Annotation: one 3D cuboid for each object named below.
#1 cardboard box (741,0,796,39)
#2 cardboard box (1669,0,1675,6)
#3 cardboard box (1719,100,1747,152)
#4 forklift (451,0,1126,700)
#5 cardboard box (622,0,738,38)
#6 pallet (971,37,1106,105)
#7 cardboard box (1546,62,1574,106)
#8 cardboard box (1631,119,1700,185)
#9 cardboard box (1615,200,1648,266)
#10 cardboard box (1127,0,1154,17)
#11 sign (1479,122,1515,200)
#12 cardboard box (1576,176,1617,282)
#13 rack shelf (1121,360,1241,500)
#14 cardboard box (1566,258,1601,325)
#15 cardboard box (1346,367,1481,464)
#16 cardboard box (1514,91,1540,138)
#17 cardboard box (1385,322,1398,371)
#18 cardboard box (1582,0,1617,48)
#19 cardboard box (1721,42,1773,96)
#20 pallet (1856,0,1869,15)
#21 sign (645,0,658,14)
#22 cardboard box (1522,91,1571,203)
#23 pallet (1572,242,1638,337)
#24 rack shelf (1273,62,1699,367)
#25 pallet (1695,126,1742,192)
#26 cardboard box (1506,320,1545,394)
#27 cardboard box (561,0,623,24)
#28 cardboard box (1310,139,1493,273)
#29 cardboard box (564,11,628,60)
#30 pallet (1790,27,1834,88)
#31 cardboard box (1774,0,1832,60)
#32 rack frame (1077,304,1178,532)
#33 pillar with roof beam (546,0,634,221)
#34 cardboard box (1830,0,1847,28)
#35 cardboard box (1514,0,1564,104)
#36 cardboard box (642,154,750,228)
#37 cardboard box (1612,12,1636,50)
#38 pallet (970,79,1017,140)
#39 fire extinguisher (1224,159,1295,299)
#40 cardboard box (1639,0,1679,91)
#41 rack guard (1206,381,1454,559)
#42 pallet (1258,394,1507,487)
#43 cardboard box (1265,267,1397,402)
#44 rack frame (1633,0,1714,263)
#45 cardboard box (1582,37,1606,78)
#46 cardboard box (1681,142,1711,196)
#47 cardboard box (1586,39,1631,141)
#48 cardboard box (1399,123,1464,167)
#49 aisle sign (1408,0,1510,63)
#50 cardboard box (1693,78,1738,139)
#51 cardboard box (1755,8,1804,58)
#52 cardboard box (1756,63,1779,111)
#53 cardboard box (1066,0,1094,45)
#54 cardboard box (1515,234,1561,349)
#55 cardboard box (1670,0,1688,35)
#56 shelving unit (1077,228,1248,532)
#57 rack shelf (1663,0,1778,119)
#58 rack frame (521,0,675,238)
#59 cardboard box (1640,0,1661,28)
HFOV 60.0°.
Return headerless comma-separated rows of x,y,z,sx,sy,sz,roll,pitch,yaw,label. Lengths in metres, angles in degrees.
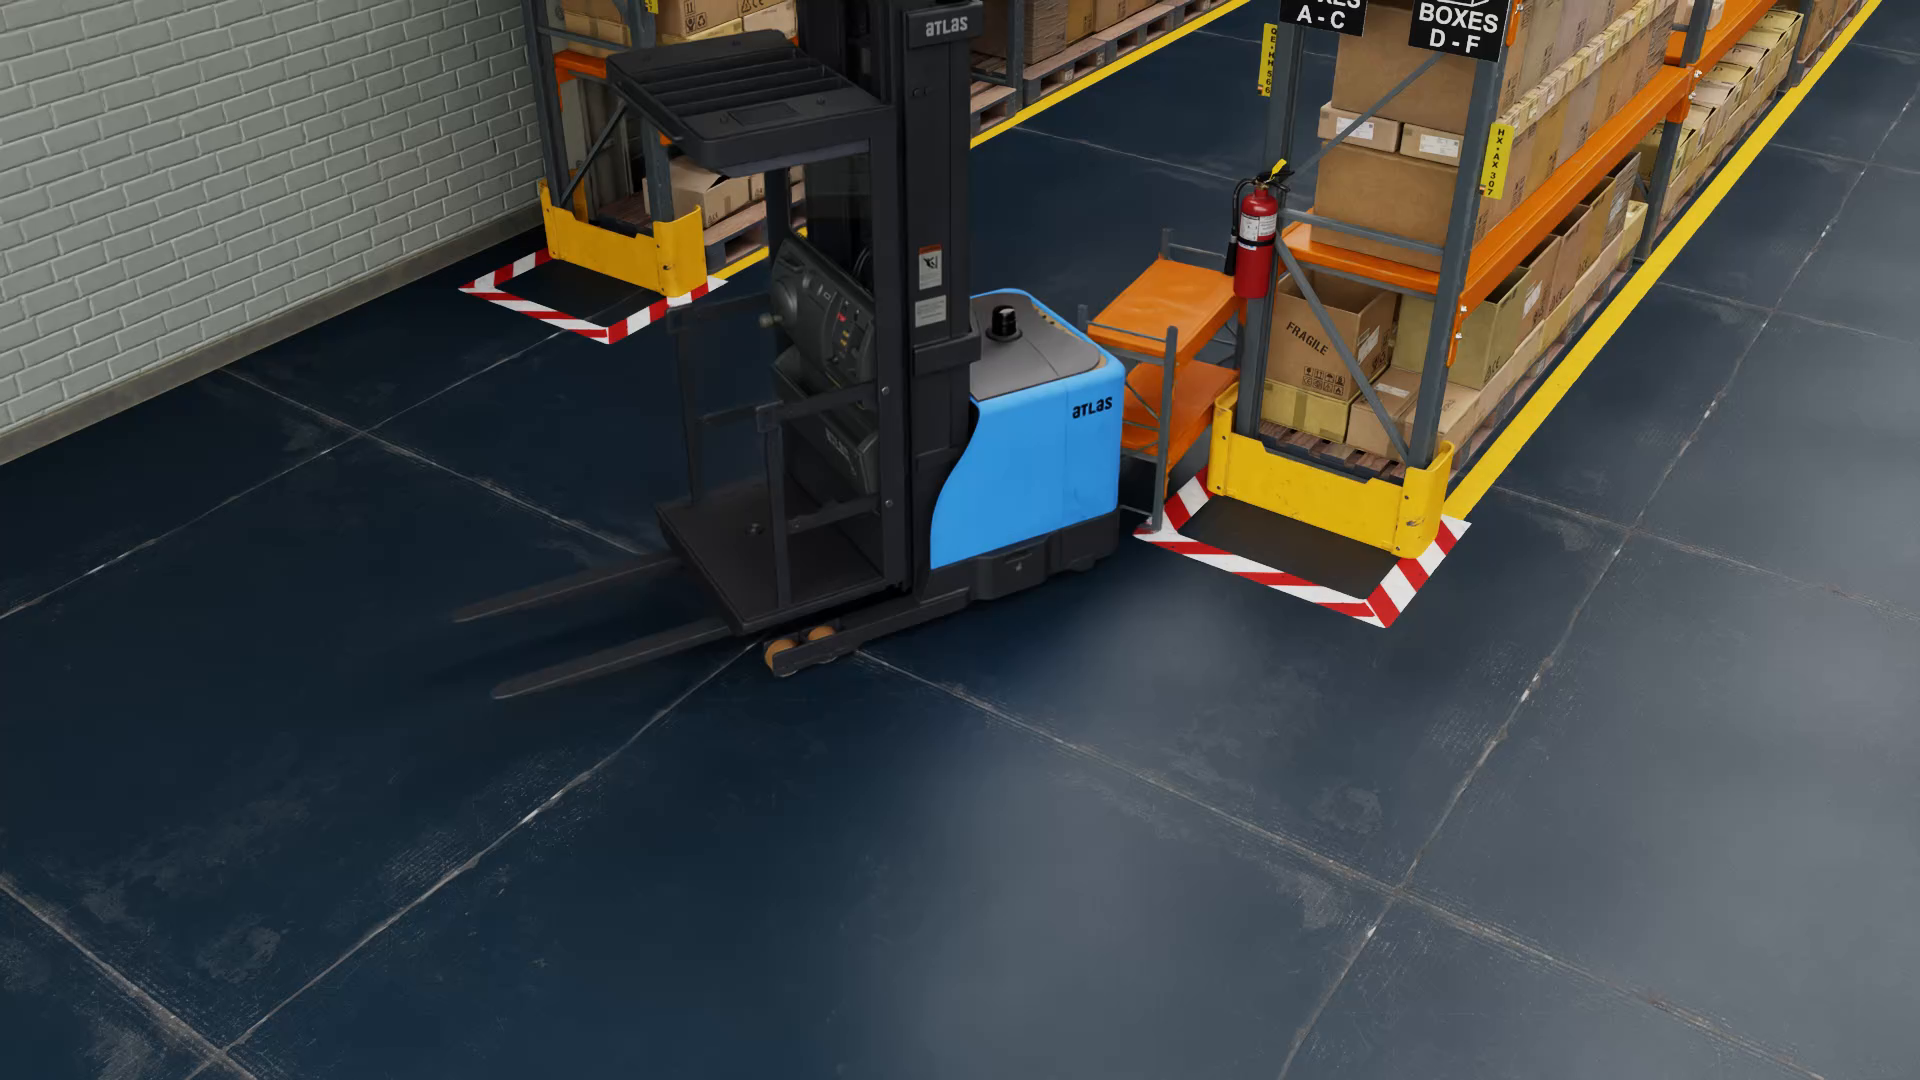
-1.400,-3.306,10.577,0.500,0.250,0.500,20,39,27,cardboard box
4.007,-3.257,9.720,0.380,0.149,0.250,20,39,27,cardboard box
5.439,-3.103,12.240,0.500,0.250,0.500,22,40,29,cardboard box
-0.772,-0.949,7.037,3.031,2.935,1.130,-17,38,-24,forklift
-1.705,-3.374,10.008,0.500,0.500,0.500,21,39,28,cardboard box
0.500,-4.038,14.032,1.003,0.211,1.213,21,39,28,pallet
2.836,-2.310,8.320,0.380,0.149,0.250,20,39,27,cardboard box
4.569,-2.632,11.043,0.500,0.311,0.500,21,40,28,cardboard box
4.044,-2.005,10.617,0.500,0.250,0.500,21,39,28,cardboard box
1.321,-5.036,14.858,0.700,0.500,0.500,21,39,28,cardboard box
2.301,-1.624,7.131,0.100,0.325,0.005,21,39,28,sign
3.467,-1.858,9.731,0.500,0.500,0.500,21,39,28,cardboard box
1.029,-0.627,8.609,0.538,0.278,1.000,17,38,23,rack shelf
3.478,-1.544,9.935,0.500,0.250,0.500,21,39,28,cardboard box
2.337,-0.624,8.574,0.500,0.250,0.500,21,39,28,cardboard box
2.540,-2.071,7.967,0.380,0.149,0.250,21,40,28,cardboard box
2.186,-1.023,9.165,0.500,0.250,0.500,21,39,28,cardboard box
3.023,-2.933,8.663,0.700,0.500,0.500,21,39,28,cardboard box
5.732,-3.569,12.429,0.500,0.311,0.500,21,39,28,cardboard box
8.258,-5.394,16.038,1.003,0.211,1.213,21,39,28,pallet
-1.778,-3.179,9.500,0.100,0.325,0.005,21,39,28,sign
2.708,-2.135,8.640,0.700,0.500,0.500,22,40,28,cardboard box
3.641,-1.746,10.643,1.003,0.211,1.213,21,39,28,pallet
2.988,-2.035,9.224,1.077,0.370,4.000,21,39,28,rack shelf
5.212,-3.014,12.518,1.003,0.211,1.213,21,39,28,pallet
2.904,-1.085,9.256,0.500,0.250,0.500,21,39,28,cardboard box
-2.129,-3.535,10.246,0.500,0.500,0.500,21,39,28,cardboard box
2.125,-1.665,7.945,0.700,0.500,0.500,21,39,28,cardboard box
-2.116,-3.217,10.445,0.500,0.250,0.500,22,40,29,cardboard box
6.866,-4.271,14.377,1.003,0.211,1.213,21,39,28,pallet
6.904,-4.359,13.857,0.500,0.500,0.500,23,40,30,cardboard box
0.784,-0.580,8.103,0.500,1.125,0.032,17,38,23,rack frame
1.002,-4.702,7.170,9.100,9.000,0.400,21,39,28,pillar with roof beam
7.488,-4.831,14.555,0.500,0.500,0.500,21,39,28,cardboard box
2.450,-2.471,7.978,0.700,0.500,0.500,20,39,27,cardboard box
-1.755,-2.351,11.057,0.500,0.311,0.500,17,37,23,cardboard box
3.424,-2.786,9.024,0.380,0.149,0.250,22,40,29,cardboard box
-0.297,-3.359,13.028,1.003,0.211,1.213,21,39,28,pallet
1.399,-1.475,7.822,0.296,0.674,0.183,21,39,28,fire extinguisher
3.881,-3.089,10.051,0.700,0.500,0.500,20,39,27,cardboard box
1.834,-0.366,8.345,1.175,0.500,0.348,21,39,28,rack guard
2.250,-0.623,8.983,1.003,0.211,1.213,21,39,28,pallet
1.909,-1.100,8.610,0.500,0.500,0.500,21,39,28,cardboard box
4.129,-3.254,10.384,1.000,3.000,0.127,21,39,28,rack frame
3.126,-2.542,8.663,0.380,0.149,0.250,22,40,29,cardboard box
4.855,-2.630,11.541,0.500,0.250,0.500,22,40,29,cardboard box
3.296,-2.614,9.349,0.700,0.500,0.500,22,40,29,cardboard box
2.249,-1.835,7.617,0.380,0.149,0.250,21,39,28,cardboard box
2.062,-2.362,6.744,0.394,0.787,0.004,21,39,28,aisle sign
5.153,-3.099,11.734,0.500,0.311,0.500,20,39,27,cardboard box
6.313,-4.042,13.128,0.500,0.311,0.500,22,40,29,cardboard box
6.019,-3.571,12.933,0.500,0.250,0.500,21,39,28,cardboard box
0.717,-4.579,14.182,0.700,0.500,0.500,20,39,27,cardboard box
2.895,-1.399,9.051,0.500,0.500,0.500,21,39,28,cardboard box
4.374,-3.432,10.781,0.500,0.250,0.500,24,41,31,cardboard box
1.029,-0.830,8.472,0.538,1.125,1.048,17,38,23,shelving unit
5.269,-3.876,11.946,1.077,0.370,4.000,21,39,28,rack shelf
-2.224,-2.993,9.999,1.000,3.000,0.127,21,39,28,rack frame
3.711,-3.015,9.362,0.380,0.149,0.250,21,39,28,cardboard box
